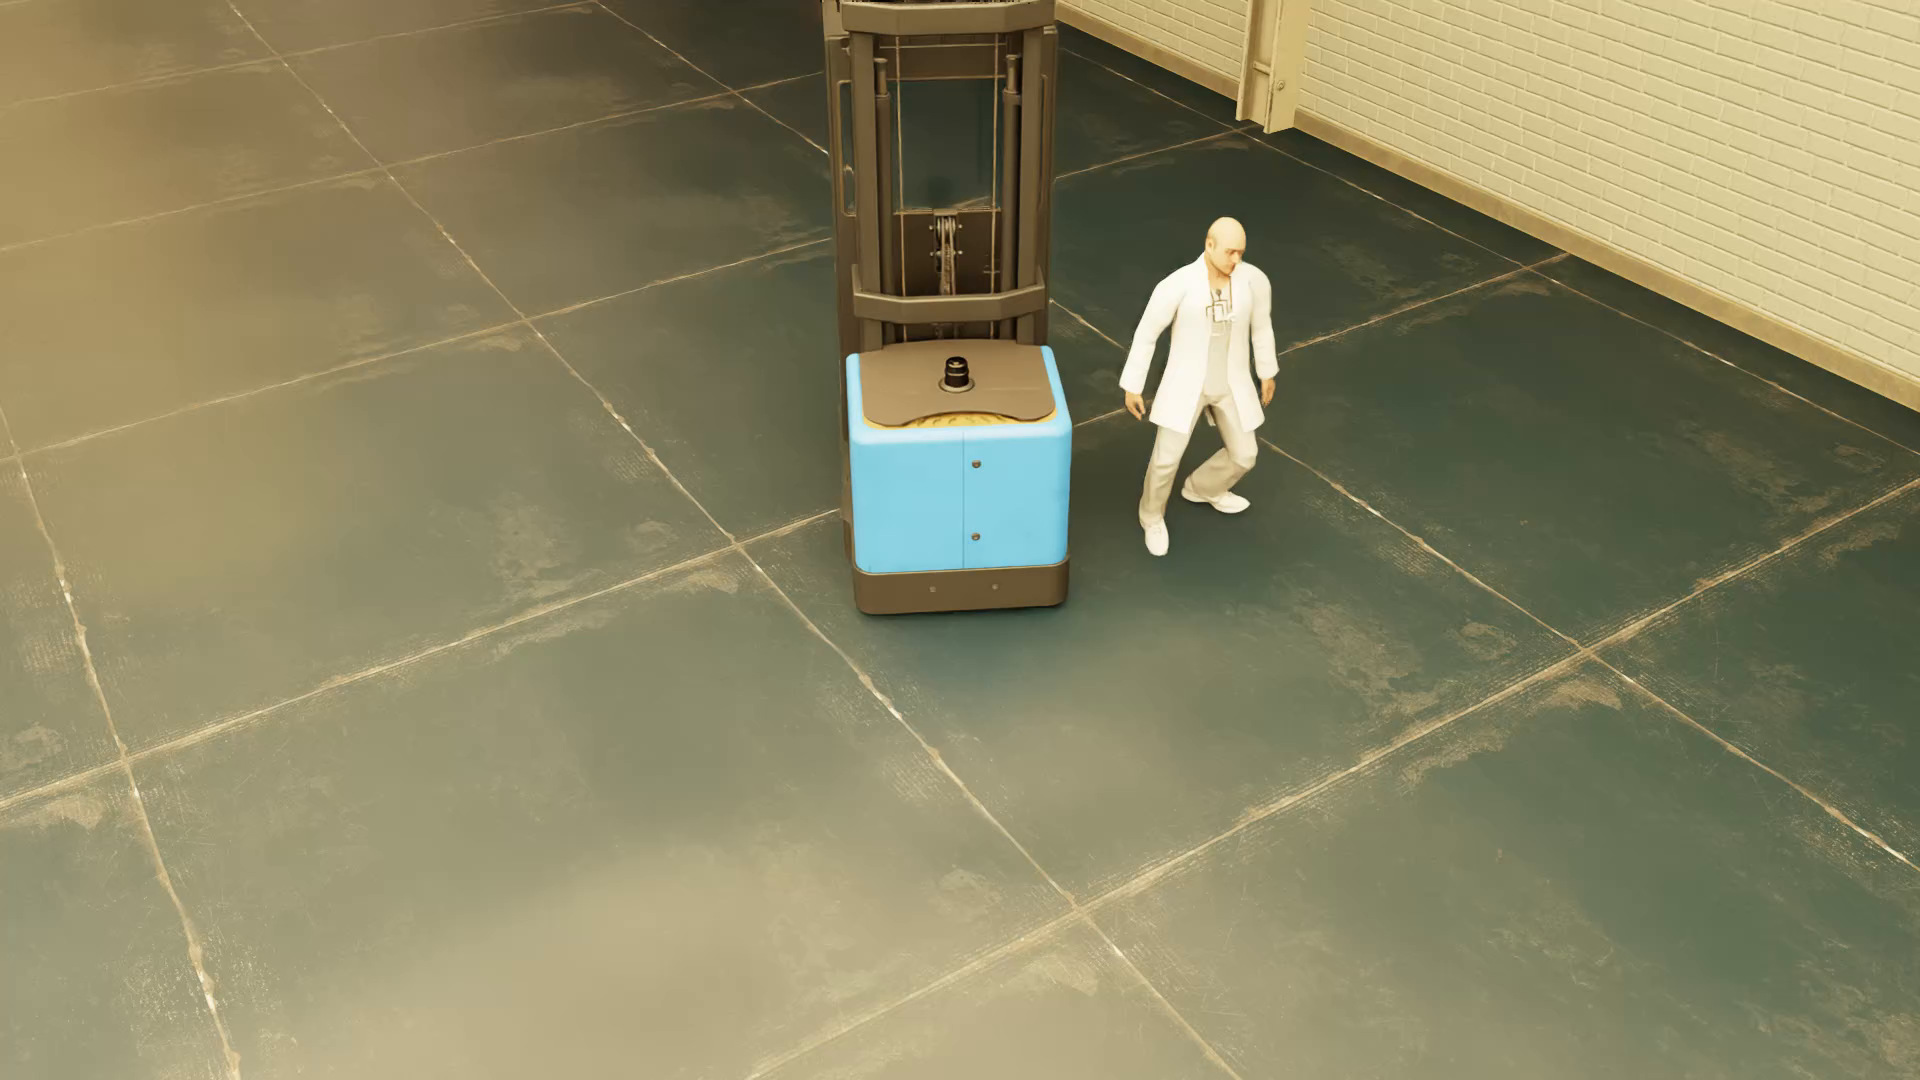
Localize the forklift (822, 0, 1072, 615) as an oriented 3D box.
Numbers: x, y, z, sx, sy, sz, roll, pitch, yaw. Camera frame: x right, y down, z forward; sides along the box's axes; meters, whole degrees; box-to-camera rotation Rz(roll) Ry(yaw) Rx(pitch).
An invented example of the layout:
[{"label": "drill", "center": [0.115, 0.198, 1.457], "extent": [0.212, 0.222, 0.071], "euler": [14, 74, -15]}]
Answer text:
[{"label": "forklift", "center": [-0.110, -1.667, 8.520], "extent": [1.130, 2.935, 3.031], "euler": [-3, 35, -4]}]

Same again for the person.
[{"label": "person", "center": [1.210, -0.767, 8.308], "extent": [0.841, 1.719, 0.504], "euler": [-5, 35, -7]}]
